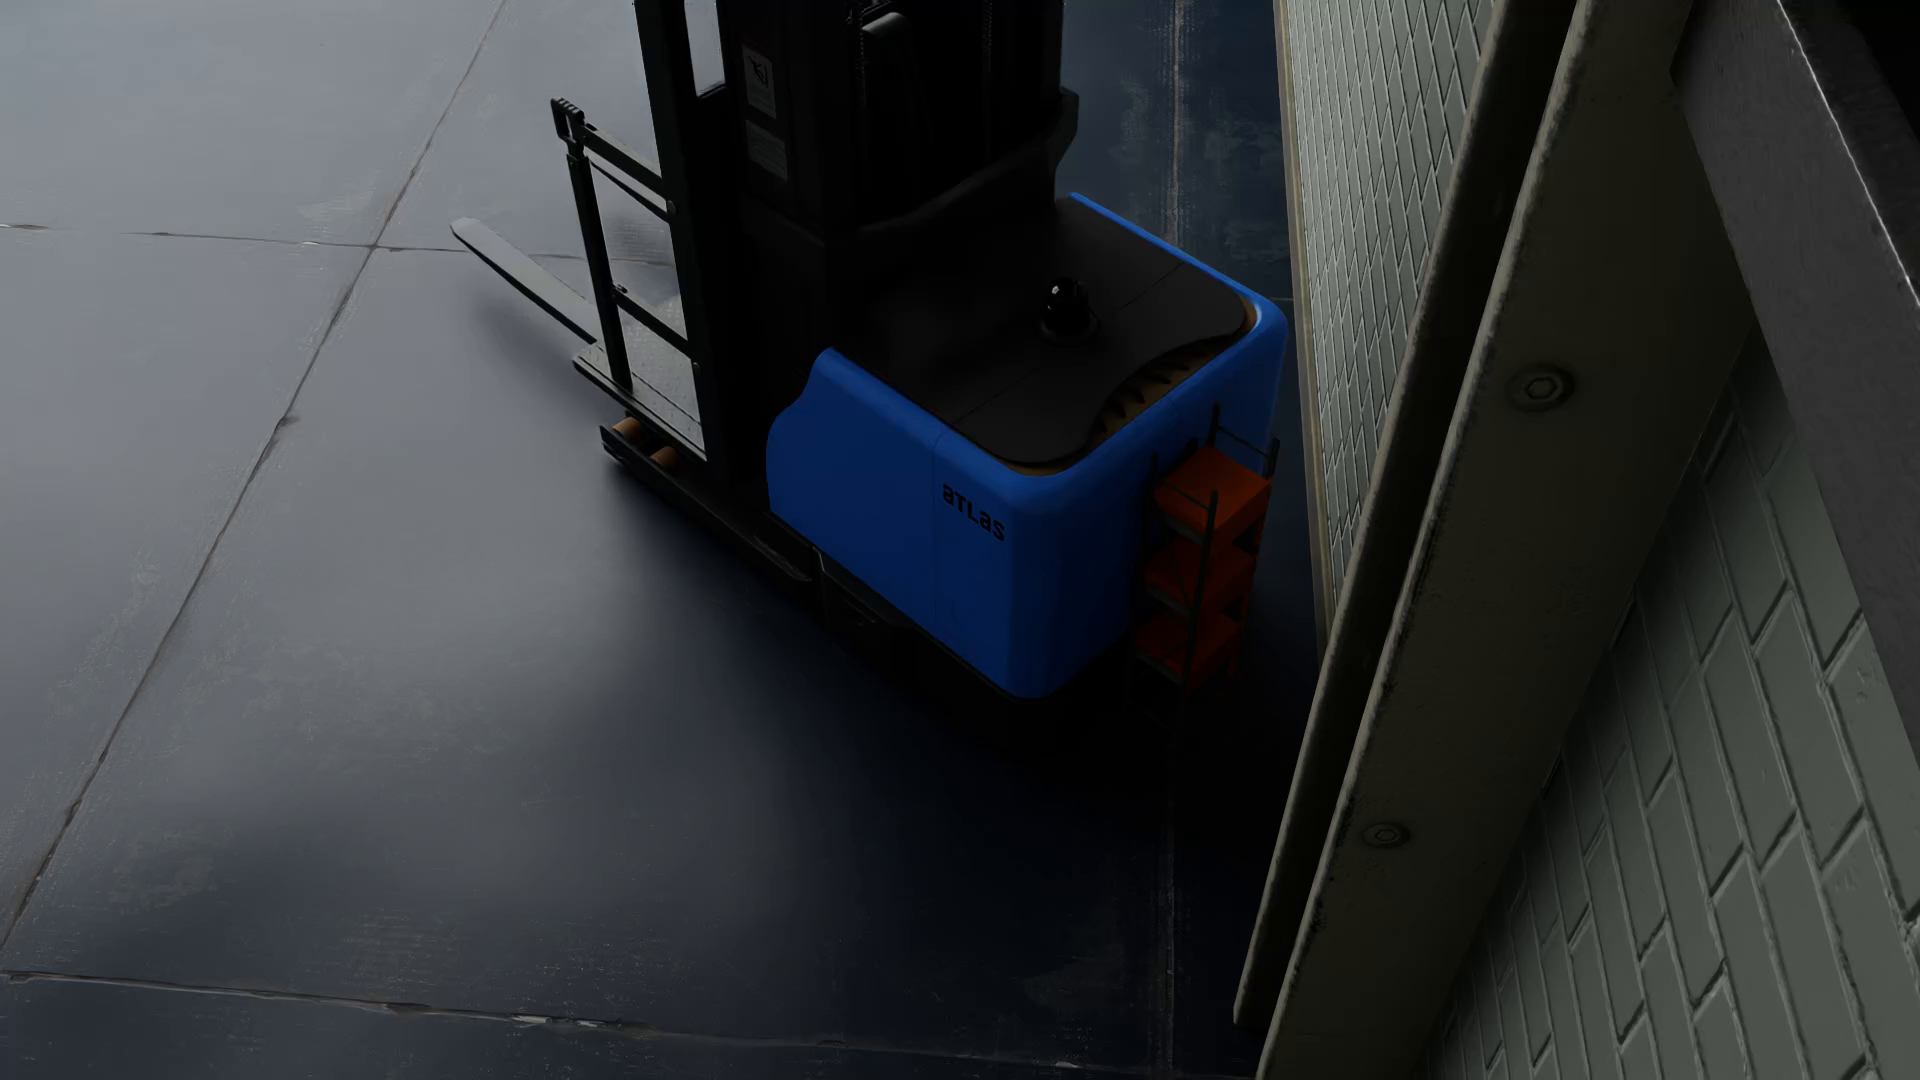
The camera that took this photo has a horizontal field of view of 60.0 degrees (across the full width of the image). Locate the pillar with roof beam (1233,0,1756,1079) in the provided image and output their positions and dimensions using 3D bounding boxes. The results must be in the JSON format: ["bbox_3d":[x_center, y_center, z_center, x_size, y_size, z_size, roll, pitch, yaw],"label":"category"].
[{"bbox_3d":[-3.463,-2.003,0.984,9.100,9.000,0.400,4,48,4],"label":"pillar with roof beam"}]

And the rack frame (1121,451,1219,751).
[{"bbox_3d":[0.539,0.191,4.364,0.200,1.050,0.008,35,56,28],"label":"rack frame"}]

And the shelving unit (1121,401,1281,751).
[{"bbox_3d":[0.623,0.126,4.423,0.215,1.050,0.252,35,56,28],"label":"shelving unit"}]

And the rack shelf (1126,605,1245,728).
[{"bbox_3d":[0.623,0.321,4.636,0.215,0.259,0.240,35,56,28],"label":"rack shelf"}]

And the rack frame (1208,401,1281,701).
[{"bbox_3d":[0.707,0.061,4.483,0.200,1.050,0.008,35,56,28],"label":"rack frame"}]

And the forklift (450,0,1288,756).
[{"bbox_3d":[-0.524,-1.369,4.516,3.031,2.935,1.130,36,57,28],"label":"forklift"}]

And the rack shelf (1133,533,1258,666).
[{"bbox_3d":[0.623,0.133,4.431,0.215,0.259,0.240,35,56,28],"label":"rack shelf"}]

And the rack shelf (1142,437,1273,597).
[{"bbox_3d":[0.623,-0.058,4.222,0.215,0.259,0.240,35,56,28],"label":"rack shelf"}]
